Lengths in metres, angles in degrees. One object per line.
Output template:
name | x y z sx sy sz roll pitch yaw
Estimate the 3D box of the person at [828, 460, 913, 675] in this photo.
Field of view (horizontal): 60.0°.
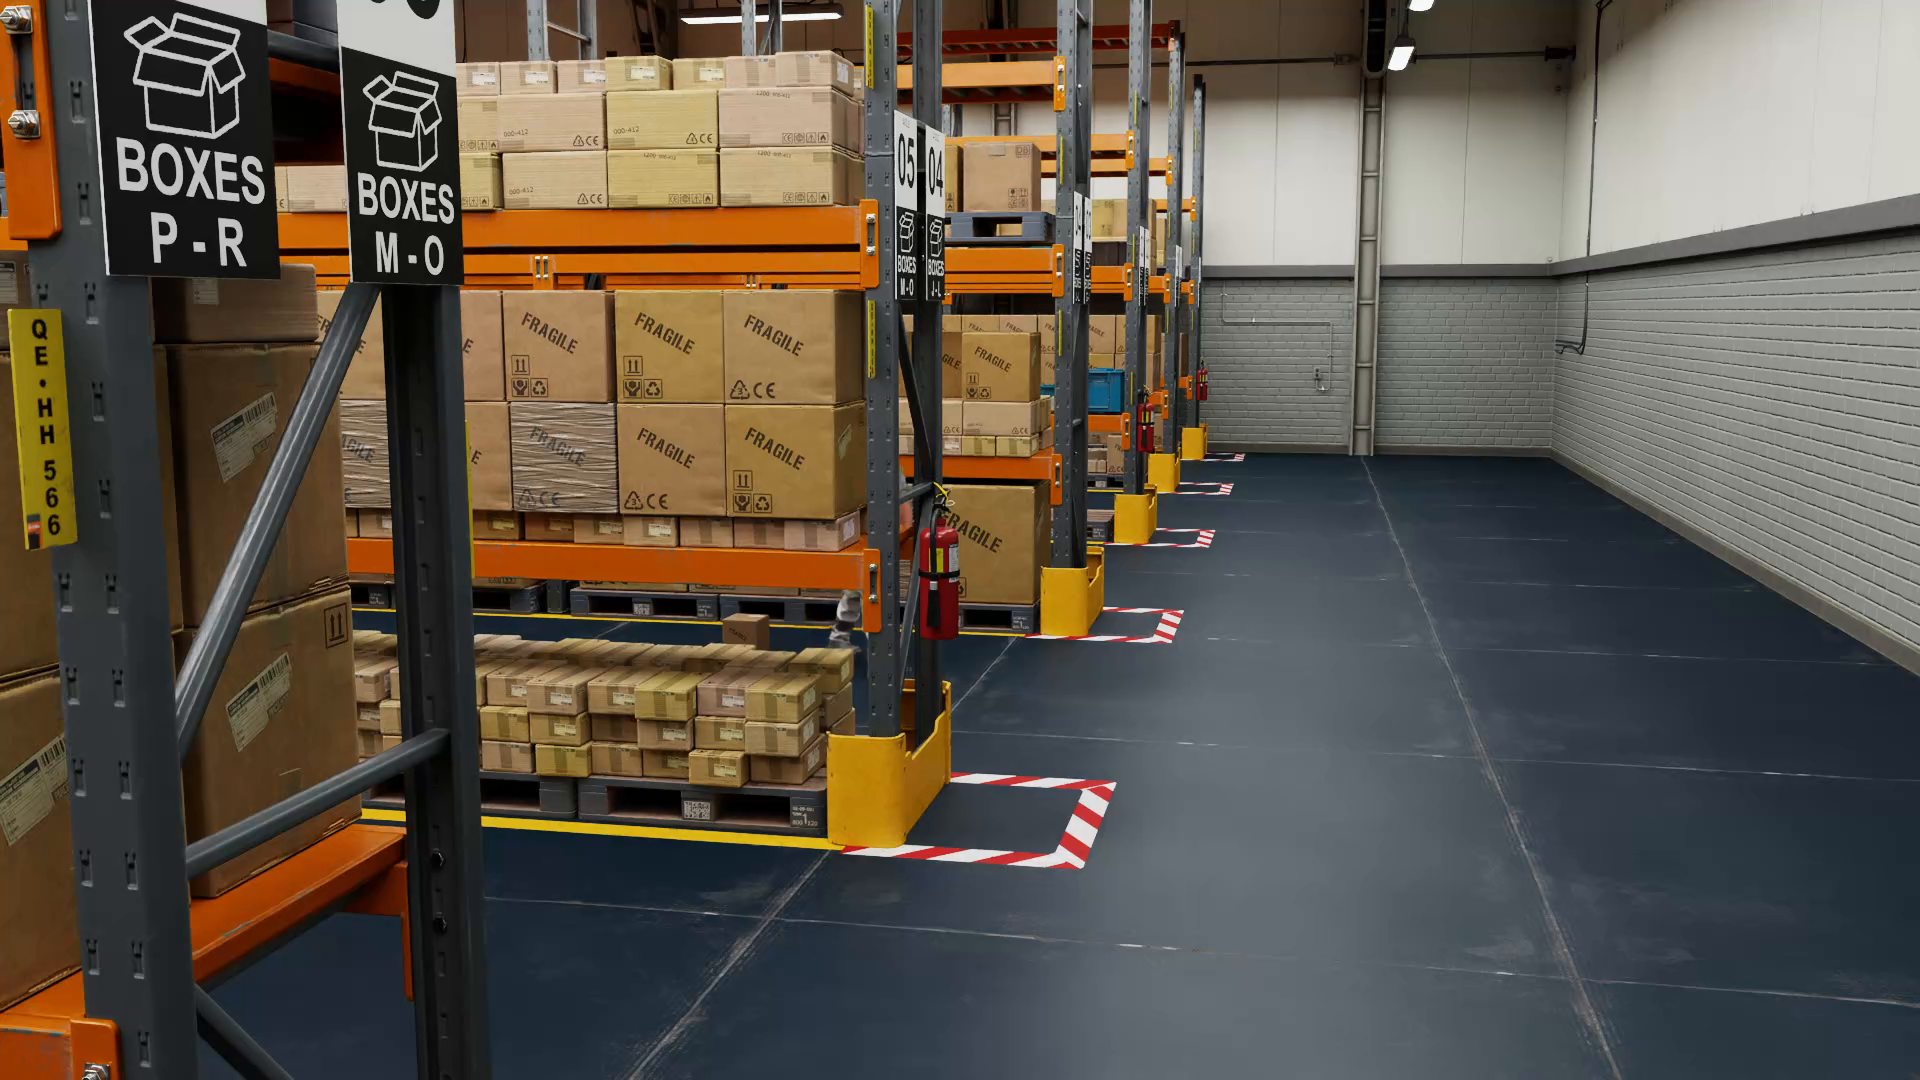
person | -0.571 -0.009 10.827 0.568 1.741 1.066 -7 10 -40
